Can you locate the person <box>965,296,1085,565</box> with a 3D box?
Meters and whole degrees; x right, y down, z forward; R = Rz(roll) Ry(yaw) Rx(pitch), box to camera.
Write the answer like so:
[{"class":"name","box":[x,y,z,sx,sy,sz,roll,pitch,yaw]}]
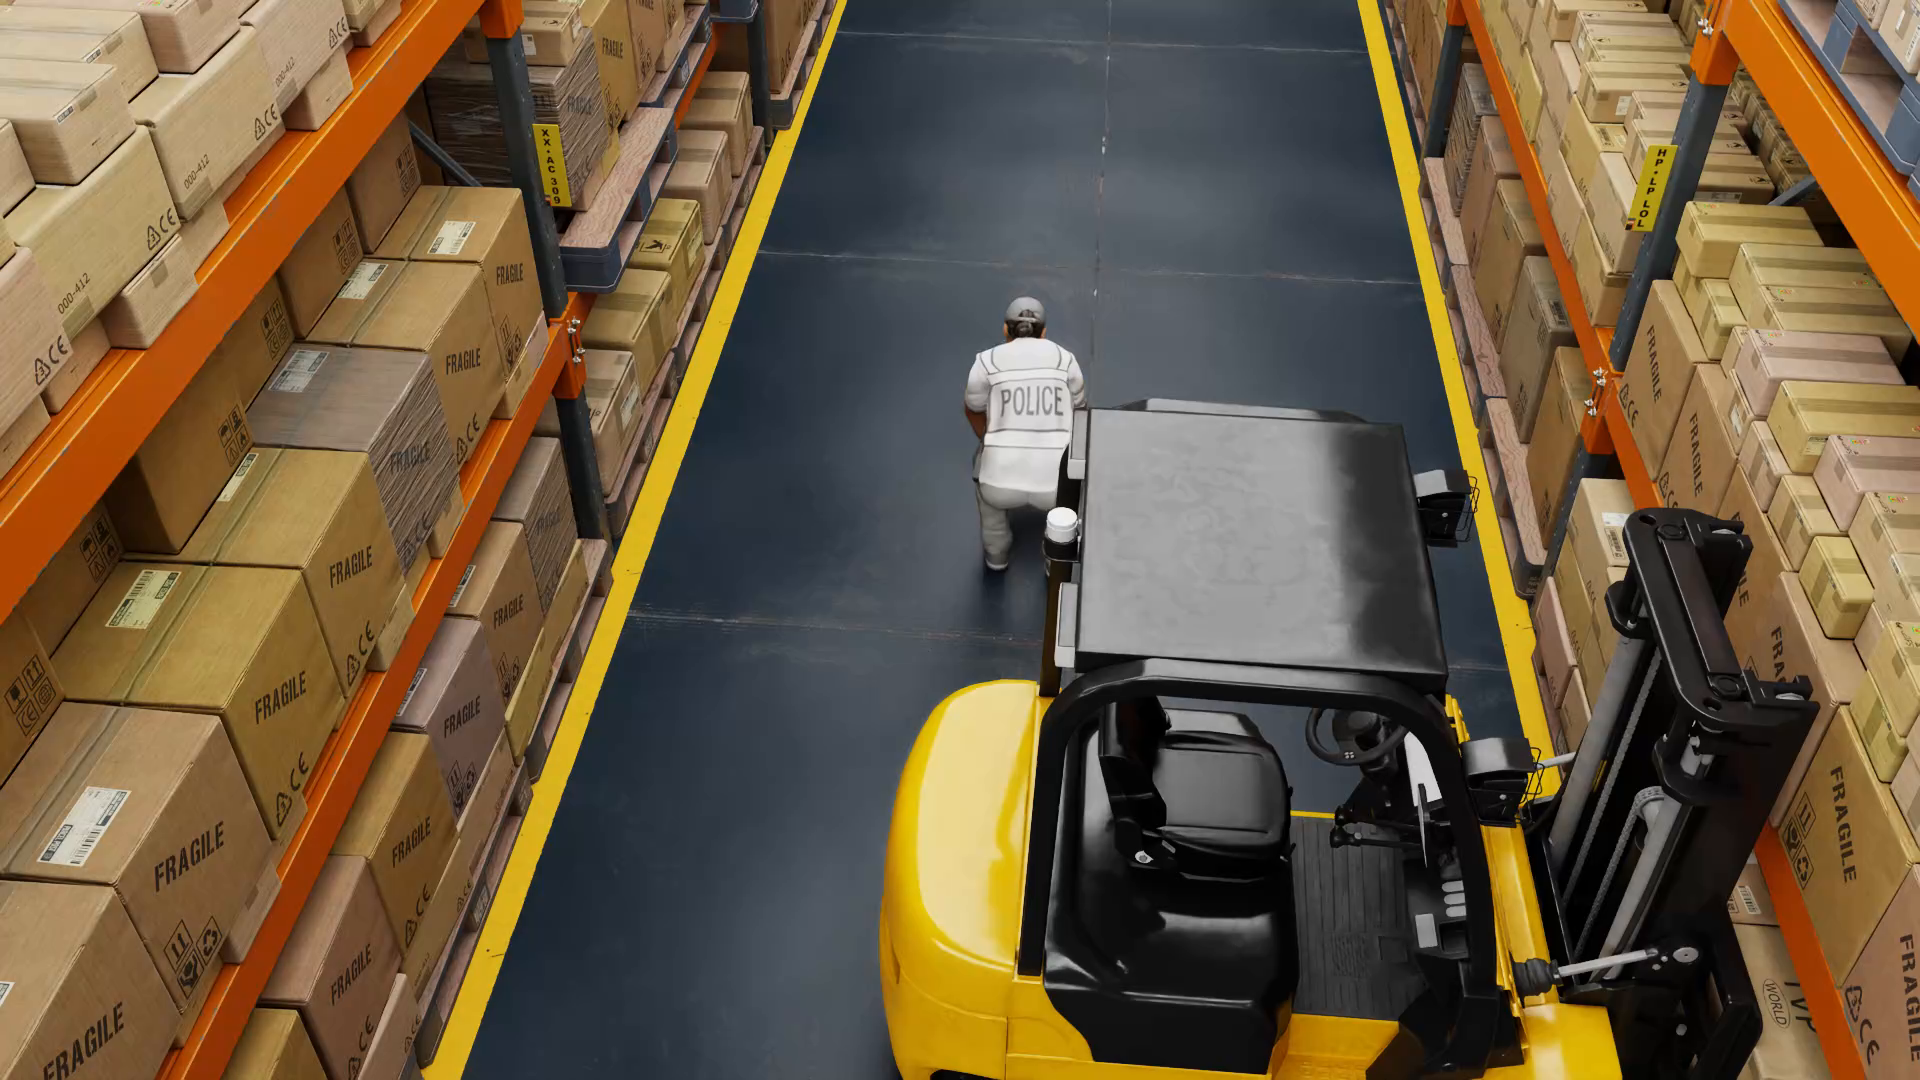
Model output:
[{"class":"person","box":[0.275,-0.406,7.029,0.538,1.055,0.826,3,40,4]}]
